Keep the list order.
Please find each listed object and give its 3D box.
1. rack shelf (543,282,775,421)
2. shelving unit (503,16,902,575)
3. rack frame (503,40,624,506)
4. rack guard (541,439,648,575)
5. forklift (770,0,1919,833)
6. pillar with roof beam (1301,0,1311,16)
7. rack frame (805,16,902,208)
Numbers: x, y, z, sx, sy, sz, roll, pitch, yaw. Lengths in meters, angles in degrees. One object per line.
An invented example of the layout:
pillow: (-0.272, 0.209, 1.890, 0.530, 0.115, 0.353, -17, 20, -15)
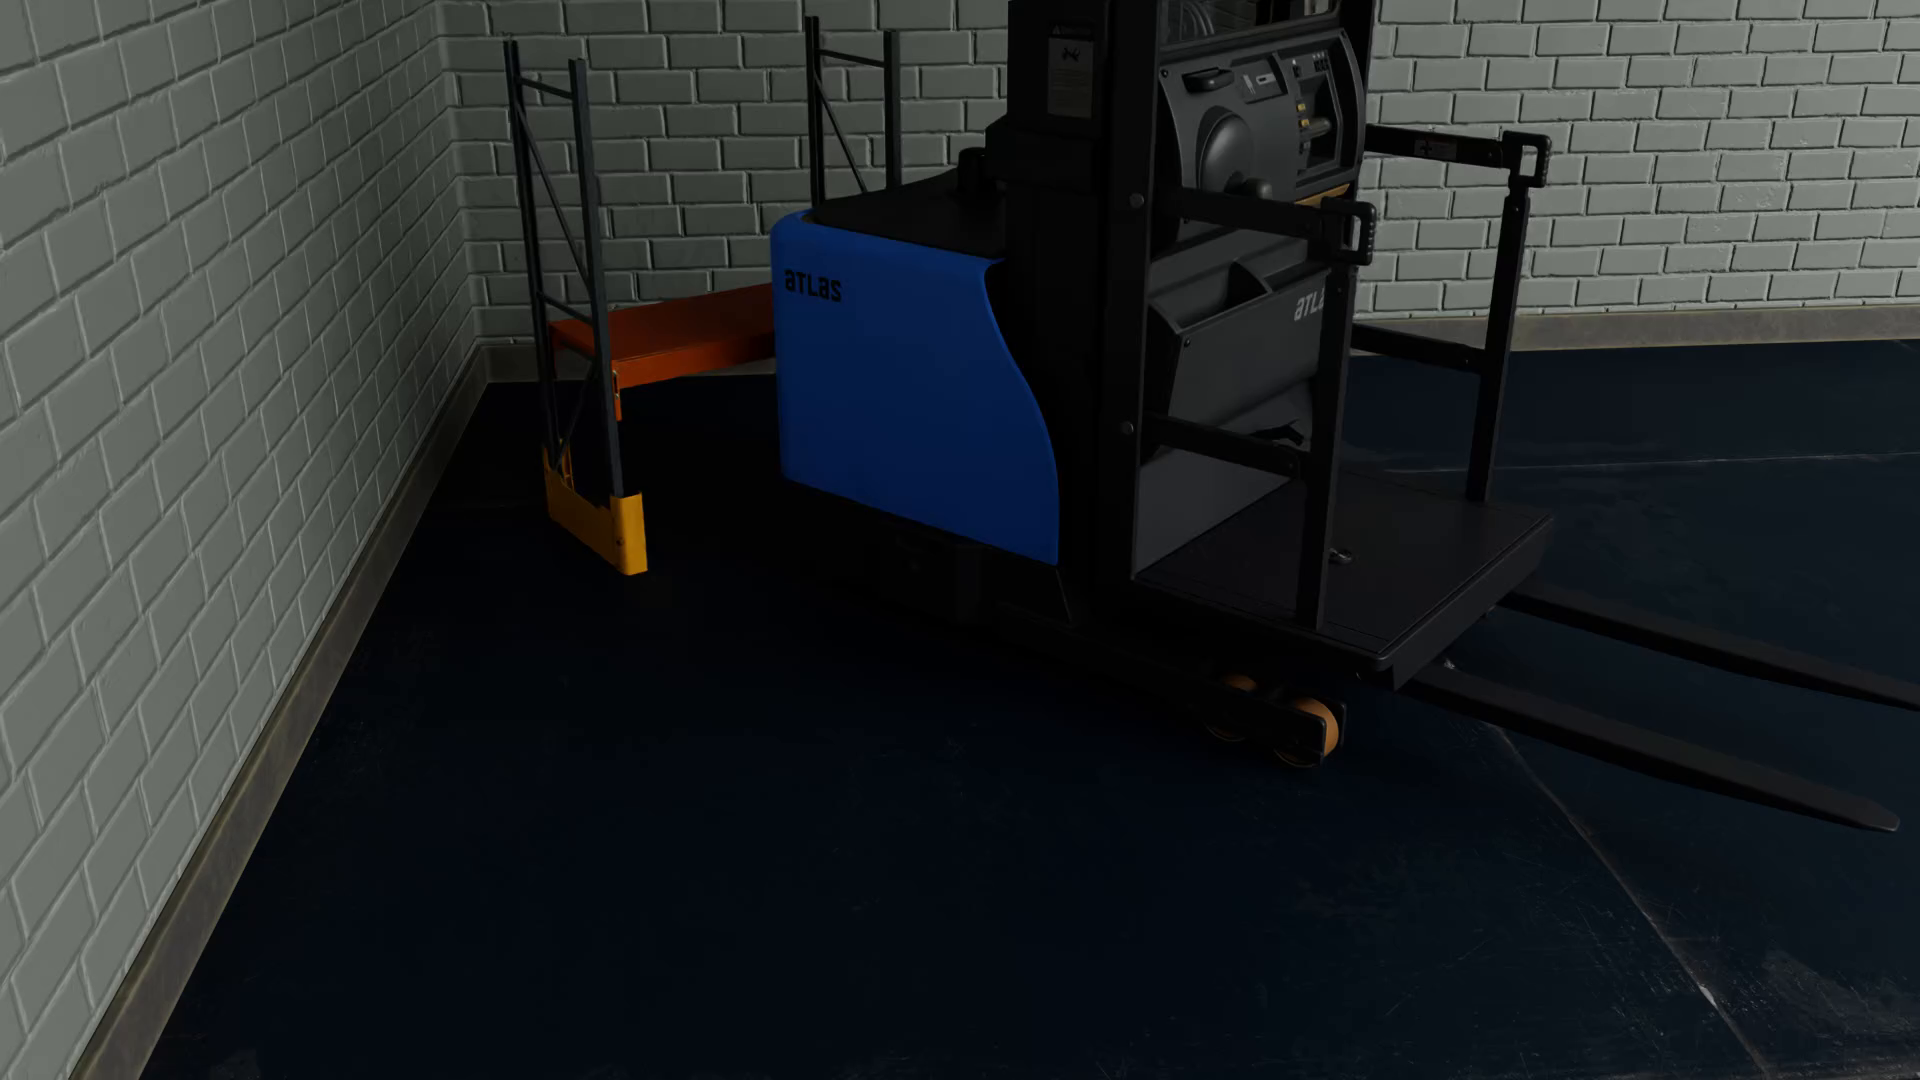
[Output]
rack shelf: (-0.751, -0.635, 5.274, 1.000, 0.185, 0.538, -17, 29, -33)
shelving unit: (-0.744, -0.801, 5.206, 1.083, 1.500, 0.587, -17, 29, -33)
rack frame: (-1.161, -0.677, 4.927, 0.032, 1.500, 0.500, -17, 29, -33)
rack guard: (-1.146, -0.111, 5.192, 0.087, 0.250, 0.587, -17, 29, -33)
forklift: (0.920, -1.034, 3.967, 3.031, 2.935, 1.130, 18, 30, 35)
pillar with roof beam: (1.500, -3.073, 1.084, 0.400, 9.000, 9.100, -2, 24, -5)
rack frame: (-0.340, -0.921, 5.475, 0.032, 1.500, 0.500, -17, 29, -33)
